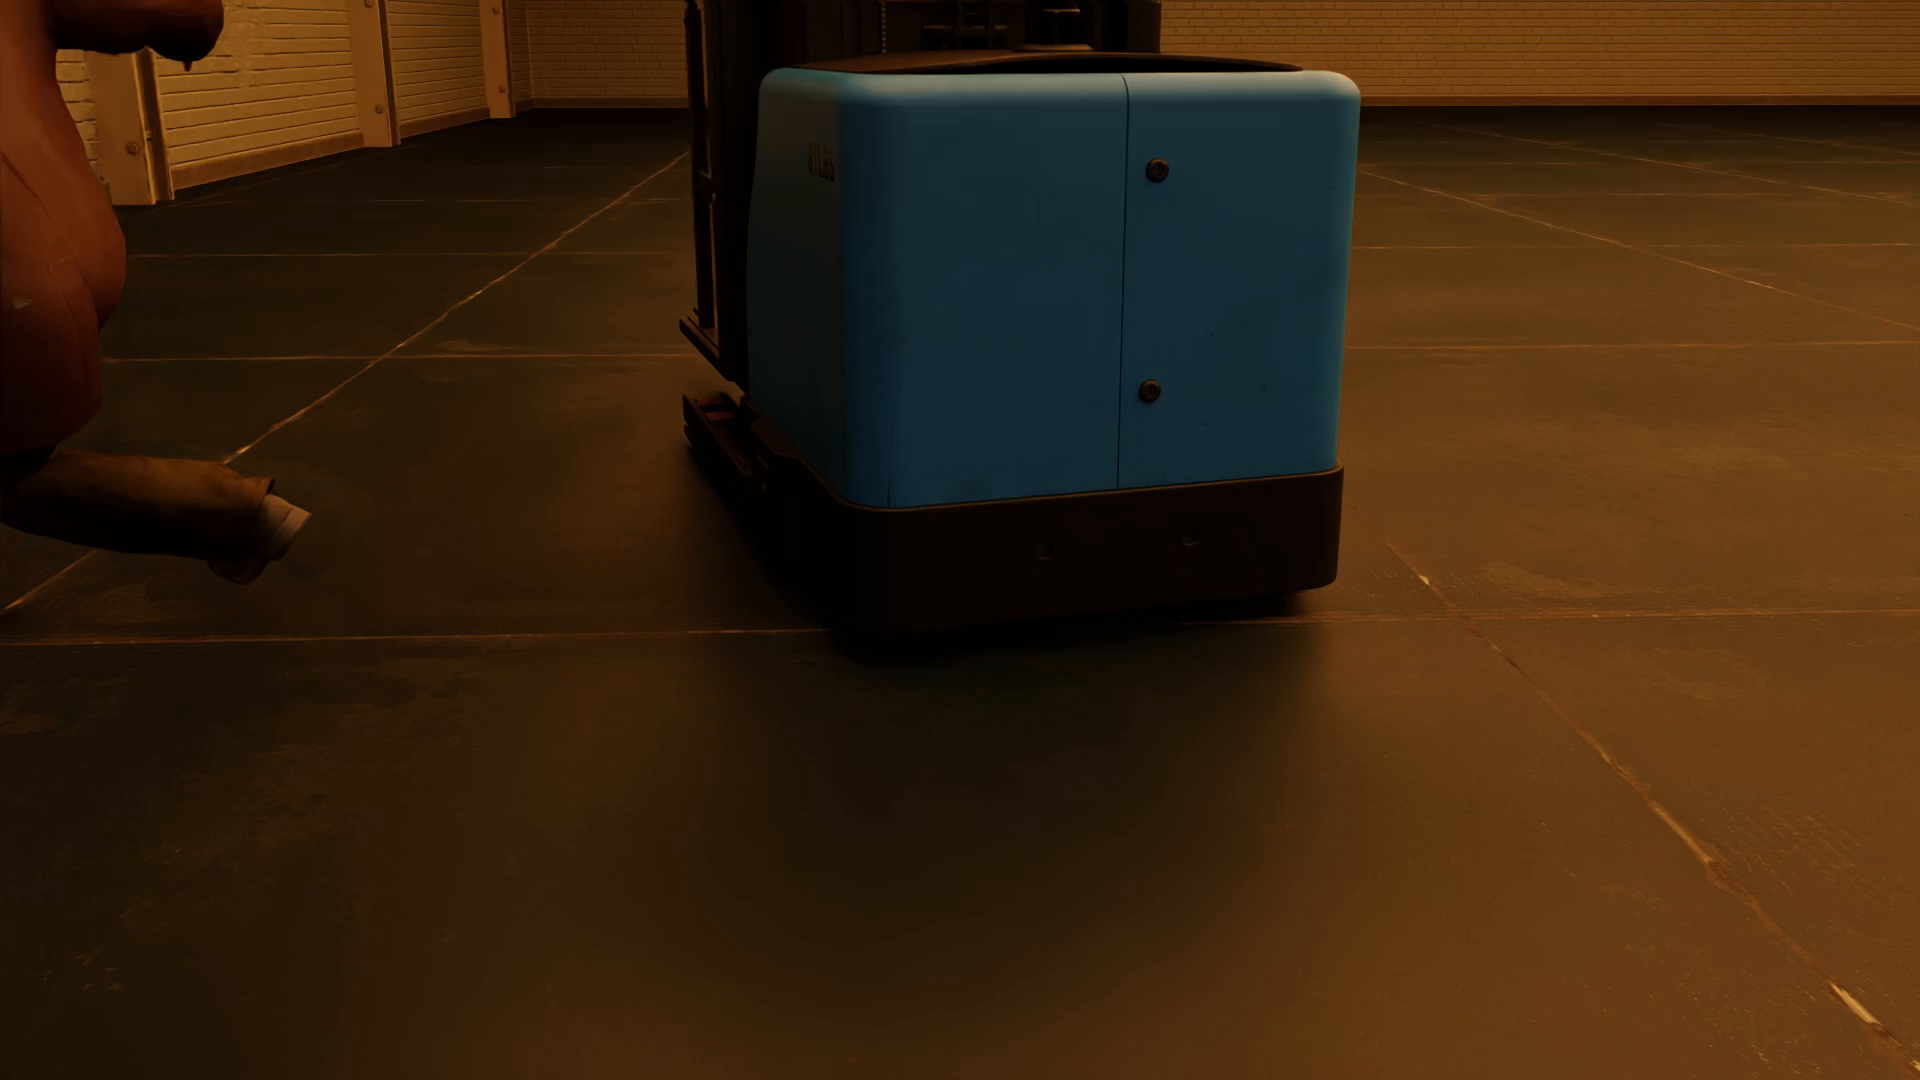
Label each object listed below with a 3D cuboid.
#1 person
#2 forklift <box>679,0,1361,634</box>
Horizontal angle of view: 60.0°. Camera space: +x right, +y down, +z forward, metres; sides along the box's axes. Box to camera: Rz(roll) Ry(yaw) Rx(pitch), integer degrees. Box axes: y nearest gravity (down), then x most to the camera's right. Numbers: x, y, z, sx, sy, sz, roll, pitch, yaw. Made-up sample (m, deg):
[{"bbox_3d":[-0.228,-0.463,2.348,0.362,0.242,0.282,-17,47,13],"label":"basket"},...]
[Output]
[{"bbox_3d":[-1.880,-0.575,3.267,1.203,1.531,0.917,8,19,24],"label":"person"},{"bbox_3d":[-0.152,-1.618,4.197,1.130,2.935,3.031,-5,18,-17],"label":"forklift"}]
